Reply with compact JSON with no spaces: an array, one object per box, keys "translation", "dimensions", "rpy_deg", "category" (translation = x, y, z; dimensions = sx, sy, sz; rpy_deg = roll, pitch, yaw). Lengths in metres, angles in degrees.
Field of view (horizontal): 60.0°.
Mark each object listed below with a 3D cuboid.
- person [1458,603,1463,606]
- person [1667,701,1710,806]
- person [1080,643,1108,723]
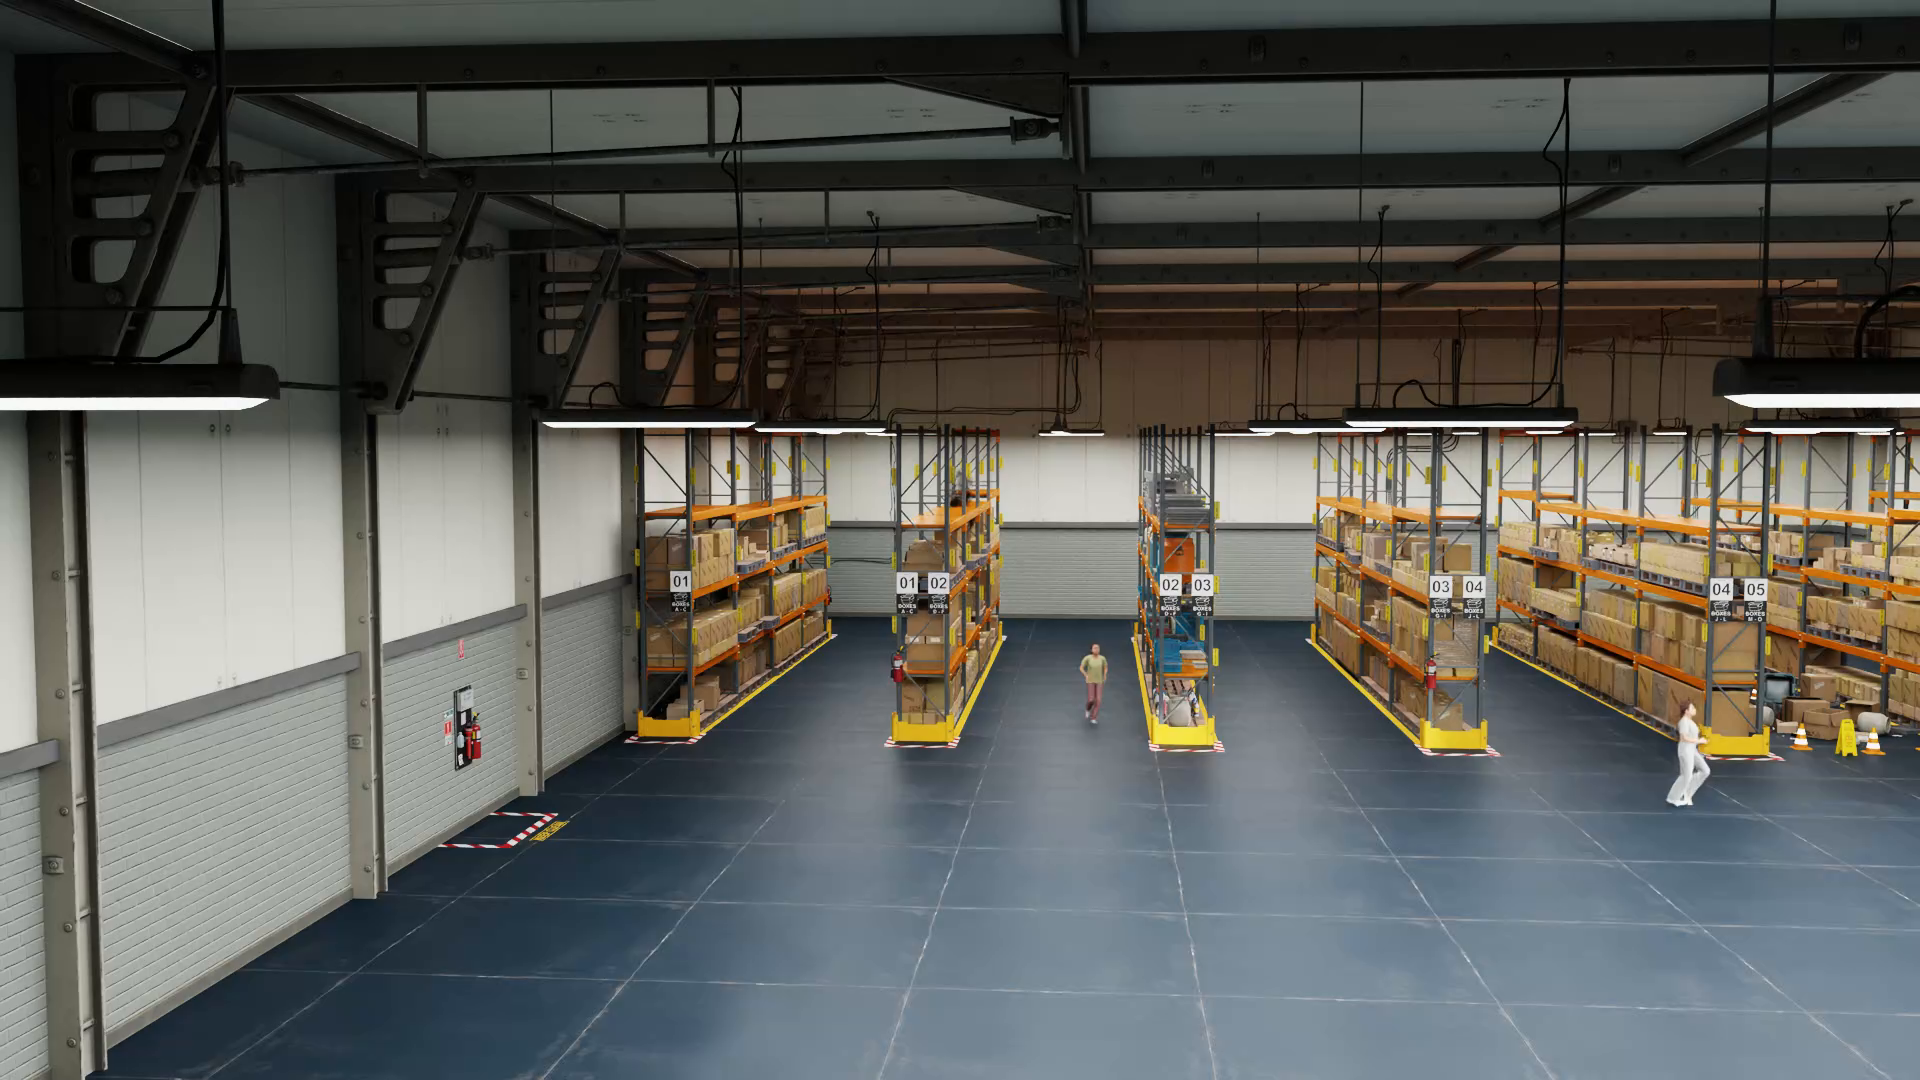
[{"translation":[13.468,2.191,43.923],"dimensions":[0.734,1.719,0.666],"rpy_deg":[1,4,11],"category":"person"},{"translation":[11.293,3.309,25.774],"dimensions":[0.603,1.641,0.623],"rpy_deg":[2,4,33],"category":"person"},{"translation":[2.710,2.870,33.469],"dimensions":[0.566,1.623,0.536],"rpy_deg":[-1,4,-9],"category":"person"}]
